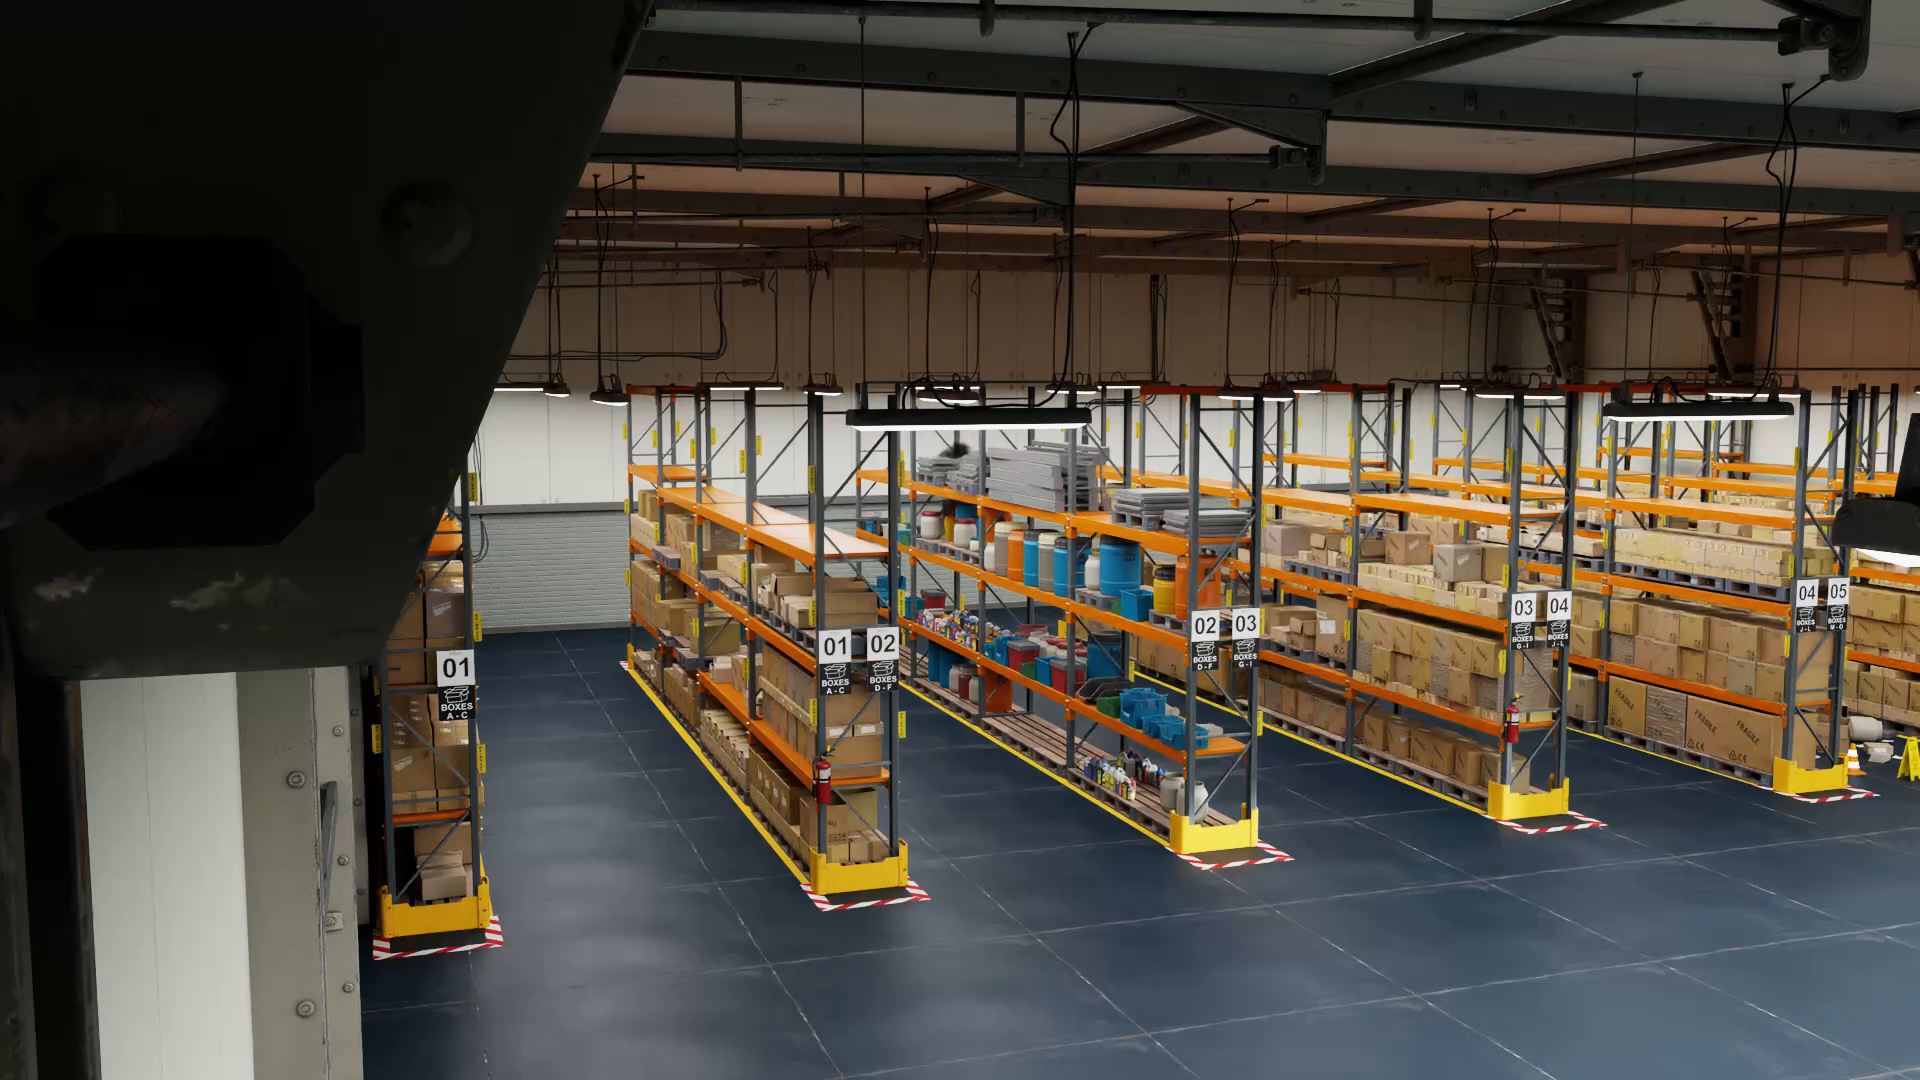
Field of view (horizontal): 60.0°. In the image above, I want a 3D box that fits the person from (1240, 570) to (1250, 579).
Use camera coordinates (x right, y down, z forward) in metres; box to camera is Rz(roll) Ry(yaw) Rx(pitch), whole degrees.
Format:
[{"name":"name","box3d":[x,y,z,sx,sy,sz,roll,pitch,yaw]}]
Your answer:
[{"name":"person","box3d":[7.180,1.239,41.163,0.752,1.824,0.698,-6,8,-43]}]
